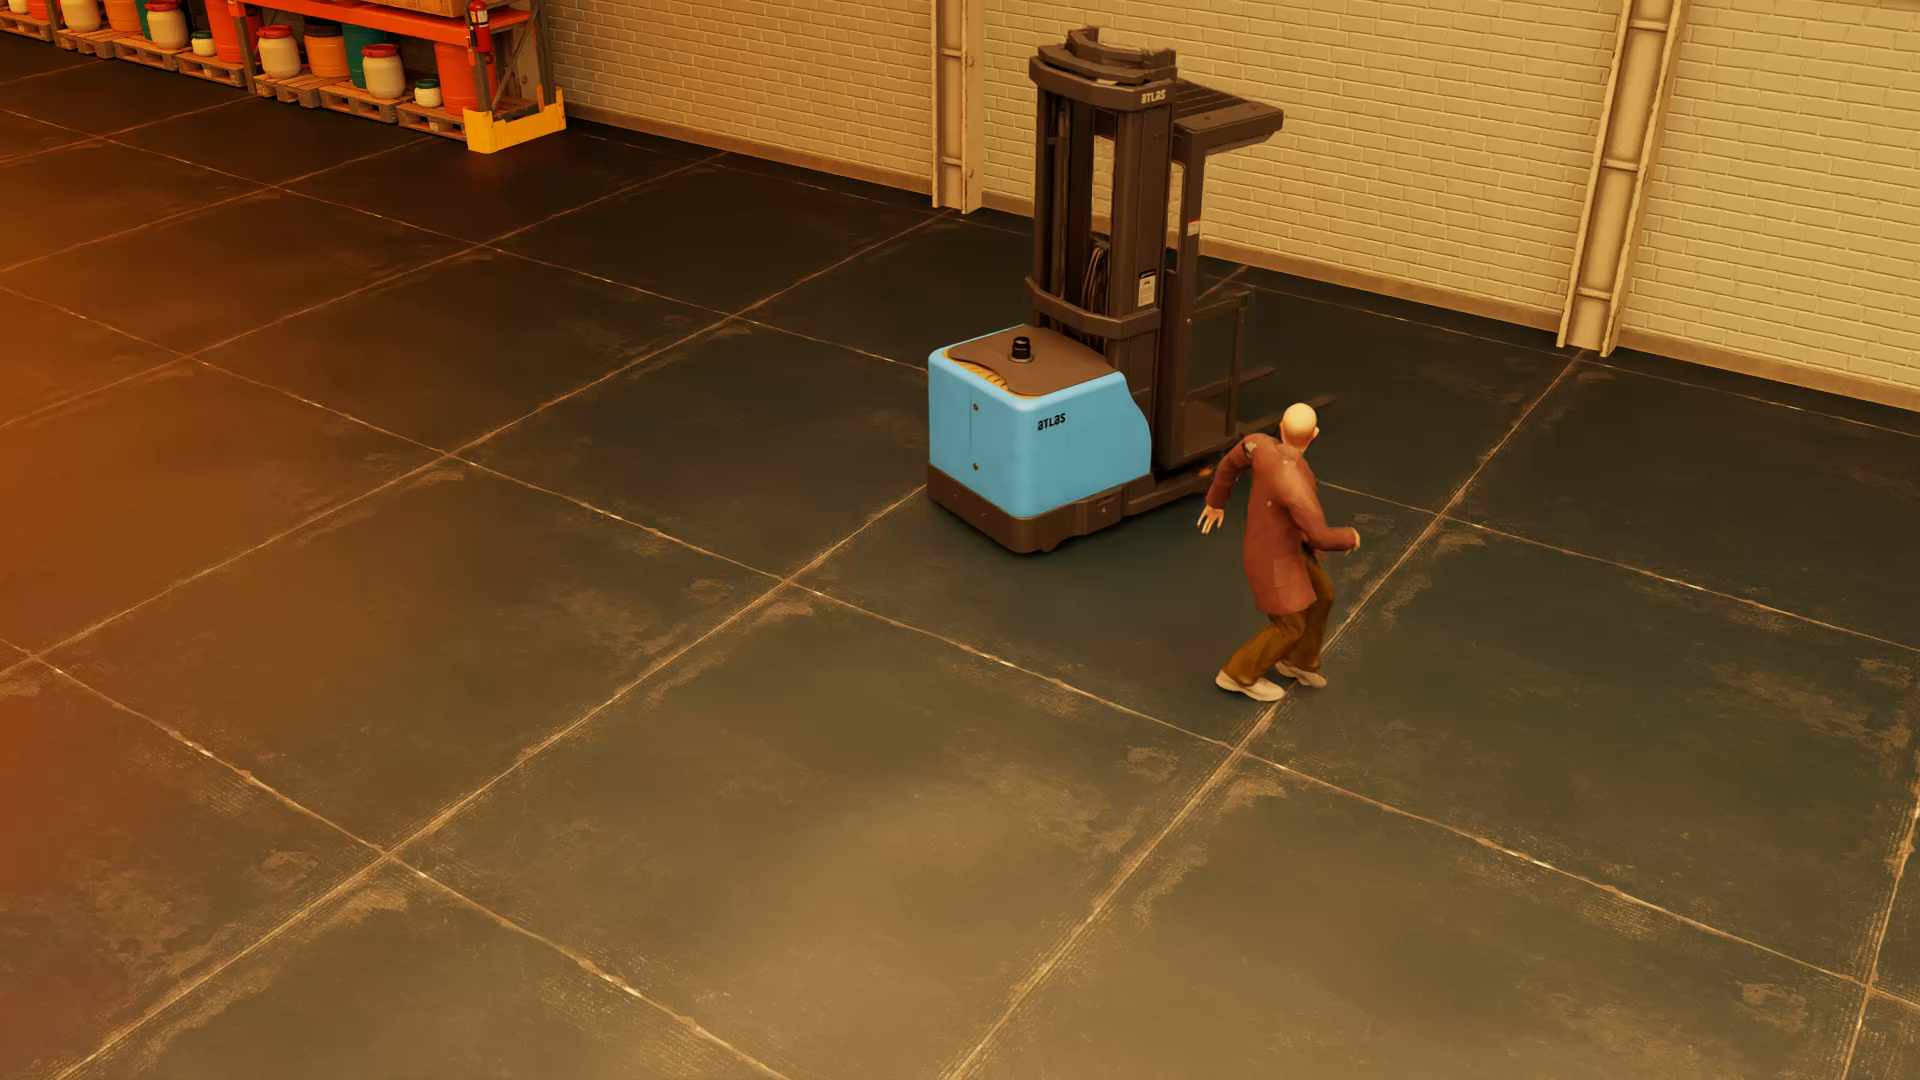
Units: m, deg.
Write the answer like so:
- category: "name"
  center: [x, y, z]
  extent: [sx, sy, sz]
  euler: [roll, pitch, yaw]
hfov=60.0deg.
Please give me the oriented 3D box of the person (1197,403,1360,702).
- category: "person"
  center: [1.657, 0.096, 8.700]
  extent: [0.824, 1.784, 0.689]
  euler: [3, 30, 6]

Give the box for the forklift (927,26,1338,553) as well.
- category: "forklift"
  center: [1.271, -1.766, 10.623]
  extent: [3.031, 2.935, 1.130]
  euler: [-20, 36, -31]
